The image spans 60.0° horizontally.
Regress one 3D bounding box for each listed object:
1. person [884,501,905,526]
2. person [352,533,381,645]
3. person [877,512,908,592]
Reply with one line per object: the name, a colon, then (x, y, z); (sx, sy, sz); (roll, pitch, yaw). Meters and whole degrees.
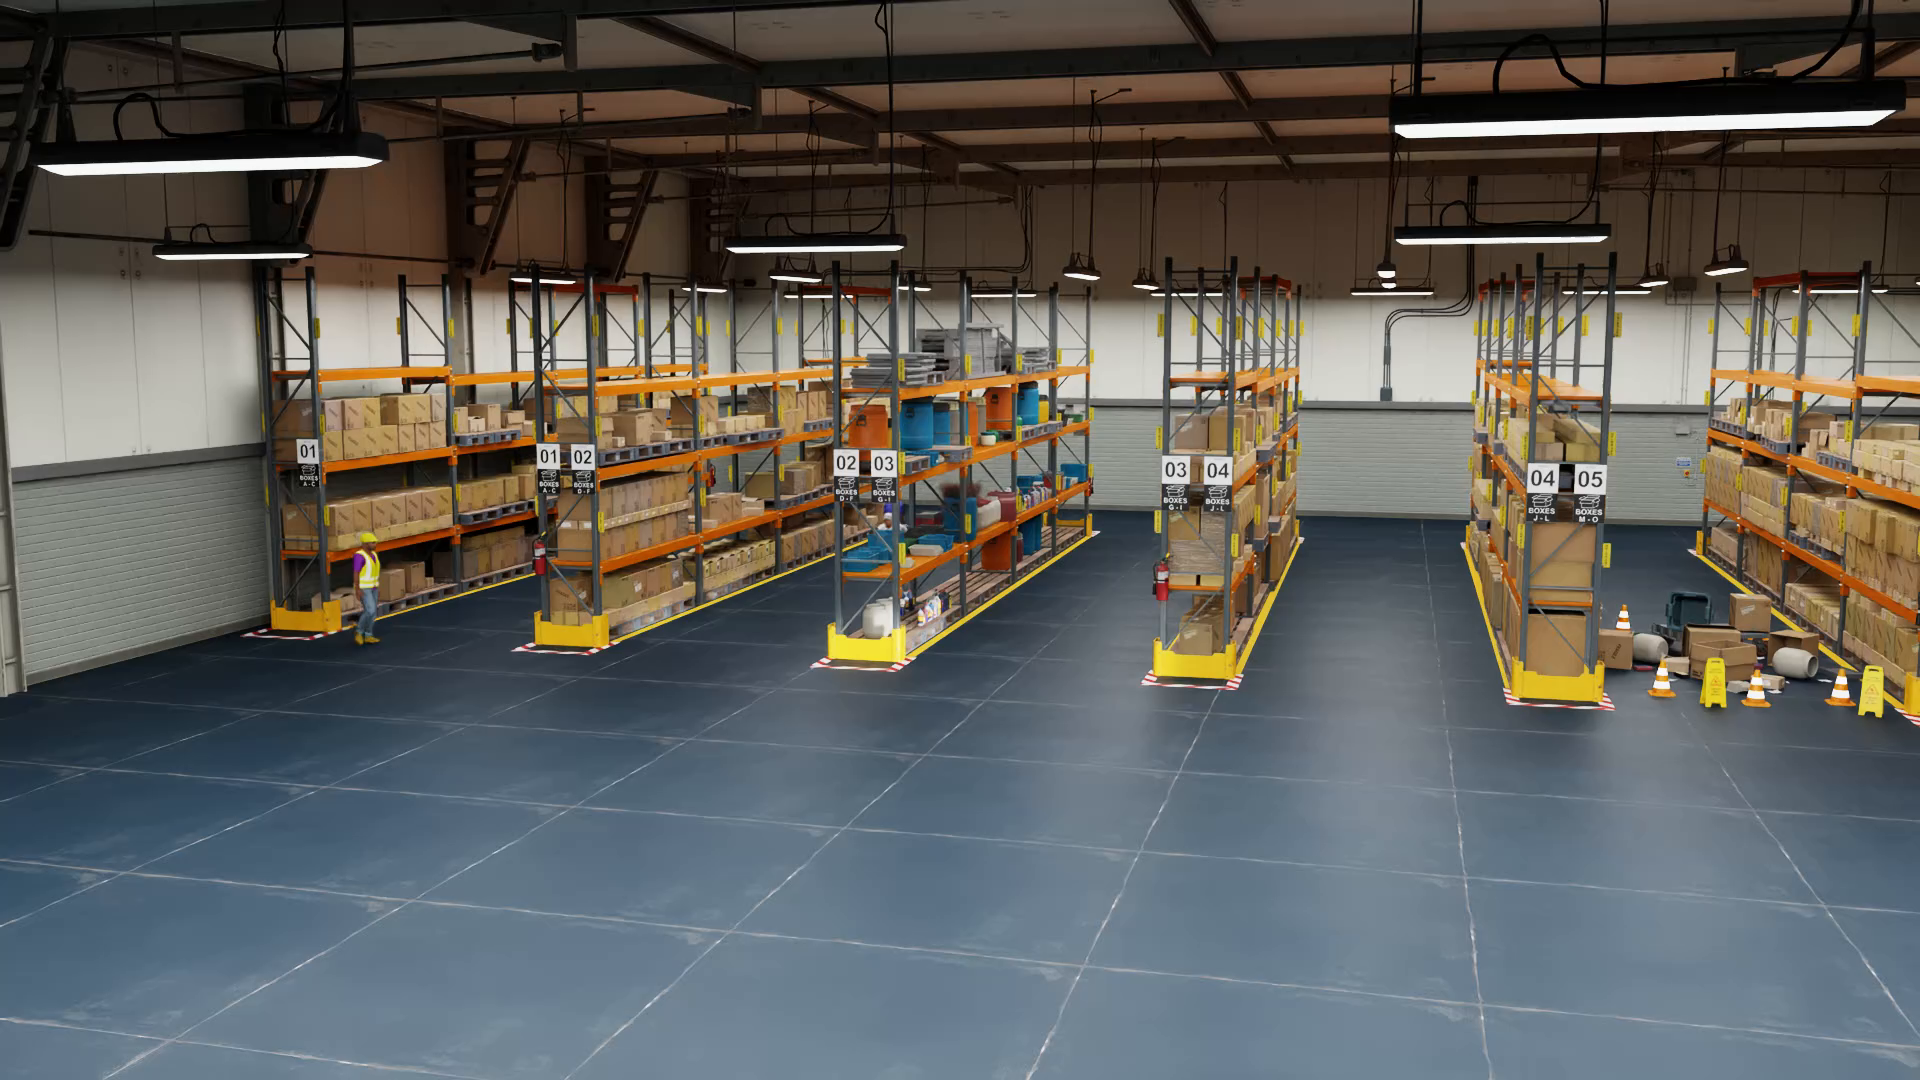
person: (-1.387, -0.307, 35.462); (0.454, 1.610, 0.863); (2, 7, 12)
person: (-9.405, 0.770, 26.397); (0.449, 1.765, 0.607); (2, 8, 16)
person: (-1.276, 0.237, 31.479); (0.596, 1.568, 0.743); (3, 8, 25)
